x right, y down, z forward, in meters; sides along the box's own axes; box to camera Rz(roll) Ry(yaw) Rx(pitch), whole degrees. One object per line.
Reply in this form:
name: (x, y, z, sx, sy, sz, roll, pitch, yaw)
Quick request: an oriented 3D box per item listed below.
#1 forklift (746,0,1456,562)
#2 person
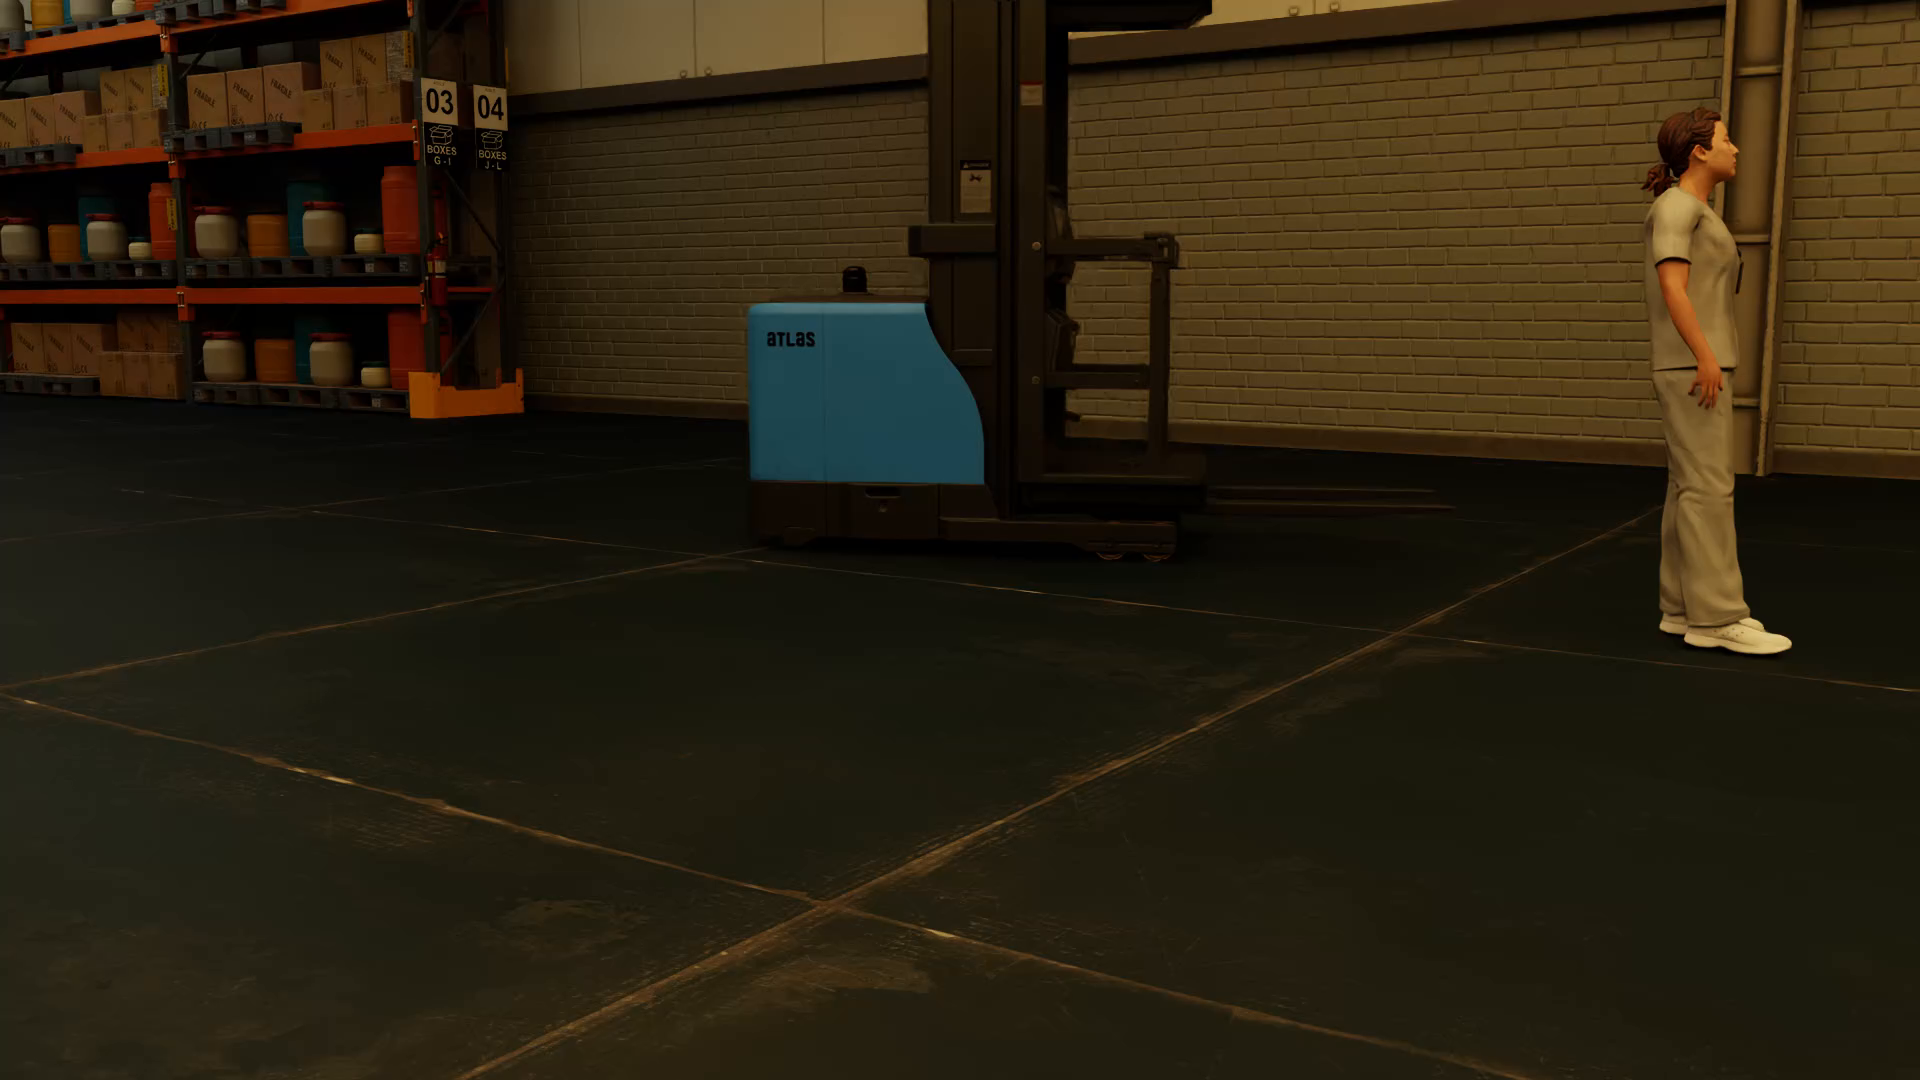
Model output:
forklift: (0.626, -1.441, 7.325, 3.031, 2.935, 1.130, 1, 8, 8)
person: (2.399, -0.517, 5.260, 0.539, 1.678, 0.538, 4, 9, 29)
